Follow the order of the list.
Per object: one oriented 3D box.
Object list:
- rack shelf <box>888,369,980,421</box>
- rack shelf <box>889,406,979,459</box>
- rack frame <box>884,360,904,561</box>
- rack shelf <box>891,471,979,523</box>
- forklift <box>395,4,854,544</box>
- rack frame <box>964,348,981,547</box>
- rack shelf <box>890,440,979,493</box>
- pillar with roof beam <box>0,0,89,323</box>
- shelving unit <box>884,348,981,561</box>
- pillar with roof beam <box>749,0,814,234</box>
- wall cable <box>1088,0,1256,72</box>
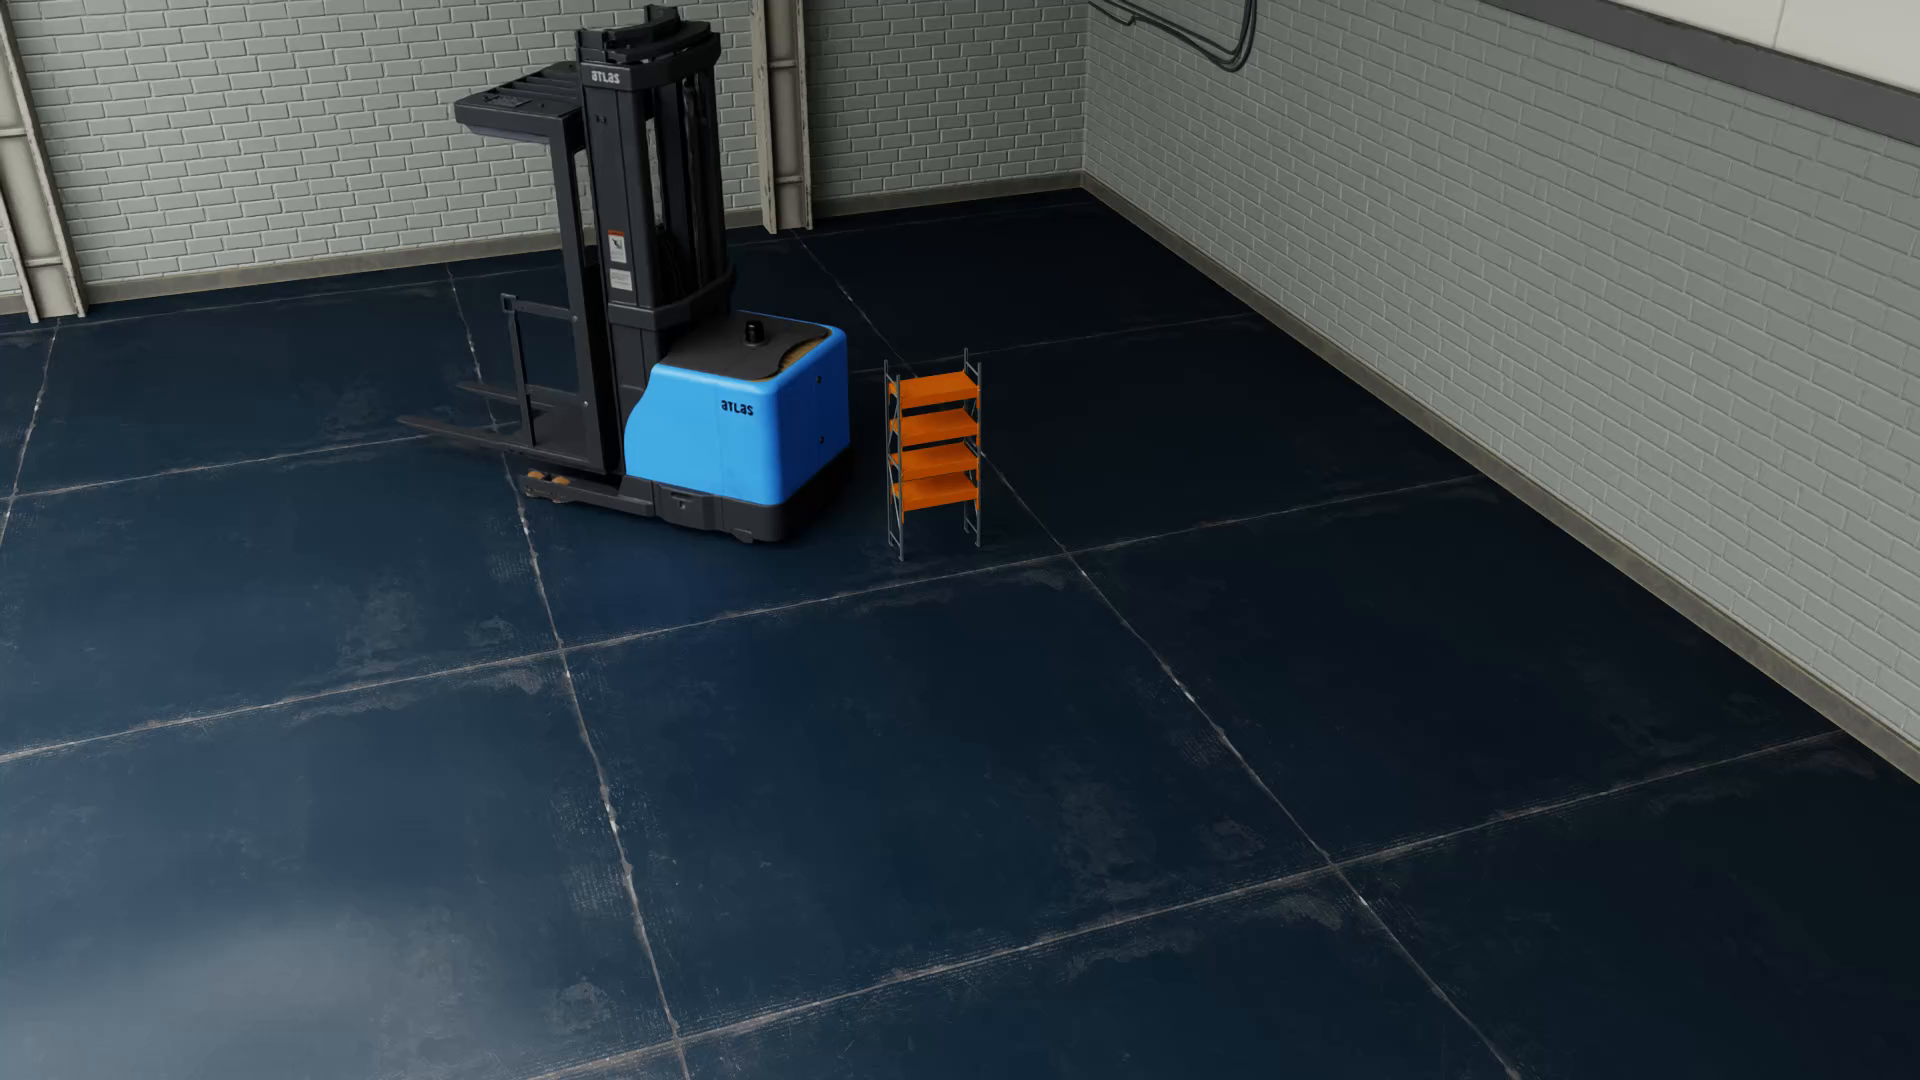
[{"bbox_3d":[-0.155,-0.834,9.559,0.480,0.148,0.258,-10,31,-18],"label":"rack shelf"},{"bbox_3d":[-0.155,-0.629,9.676,0.480,0.148,0.258,-10,31,-18],"label":"rack shelf"},{"bbox_3d":[-0.384,-0.451,9.679,0.015,1.200,0.240,-10,31,-18],"label":"rack frame"},{"bbox_3d":[-0.155,-0.262,9.885,0.480,0.148,0.258,-10,31,-18],"label":"rack shelf"},{"bbox_3d":[-2.243,-1.726,10.170,3.031,2.935,1.130,13,32,21],"label":"forklift"},{"bbox_3d":[0.074,-0.535,9.827,0.015,1.200,0.240,-10,31,-18],"label":"rack frame"},{"bbox_3d":[-0.155,-0.434,9.787,0.480,0.148,0.258,-10,31,-18],"label":"rack shelf"},{"bbox_3d":[-5.686,-3.727,7.551,0.400,9.000,9.100,-10,31,-18],"label":"pillar with roof beam"},{"bbox_3d":[-0.155,-0.493,9.753,0.503,1.200,0.258,-10,31,-18],"label":"shelving unit"},{"bbox_3d":[-0.062,-4.762,9.369,0.400,9.000,9.100,-10,31,-18],"label":"pillar with roof beam"},{"bbox_3d":[1.659,-5.306,13.459,0.112,2.526,3.097,-10,31,-18],"label":"wall cable"}]
